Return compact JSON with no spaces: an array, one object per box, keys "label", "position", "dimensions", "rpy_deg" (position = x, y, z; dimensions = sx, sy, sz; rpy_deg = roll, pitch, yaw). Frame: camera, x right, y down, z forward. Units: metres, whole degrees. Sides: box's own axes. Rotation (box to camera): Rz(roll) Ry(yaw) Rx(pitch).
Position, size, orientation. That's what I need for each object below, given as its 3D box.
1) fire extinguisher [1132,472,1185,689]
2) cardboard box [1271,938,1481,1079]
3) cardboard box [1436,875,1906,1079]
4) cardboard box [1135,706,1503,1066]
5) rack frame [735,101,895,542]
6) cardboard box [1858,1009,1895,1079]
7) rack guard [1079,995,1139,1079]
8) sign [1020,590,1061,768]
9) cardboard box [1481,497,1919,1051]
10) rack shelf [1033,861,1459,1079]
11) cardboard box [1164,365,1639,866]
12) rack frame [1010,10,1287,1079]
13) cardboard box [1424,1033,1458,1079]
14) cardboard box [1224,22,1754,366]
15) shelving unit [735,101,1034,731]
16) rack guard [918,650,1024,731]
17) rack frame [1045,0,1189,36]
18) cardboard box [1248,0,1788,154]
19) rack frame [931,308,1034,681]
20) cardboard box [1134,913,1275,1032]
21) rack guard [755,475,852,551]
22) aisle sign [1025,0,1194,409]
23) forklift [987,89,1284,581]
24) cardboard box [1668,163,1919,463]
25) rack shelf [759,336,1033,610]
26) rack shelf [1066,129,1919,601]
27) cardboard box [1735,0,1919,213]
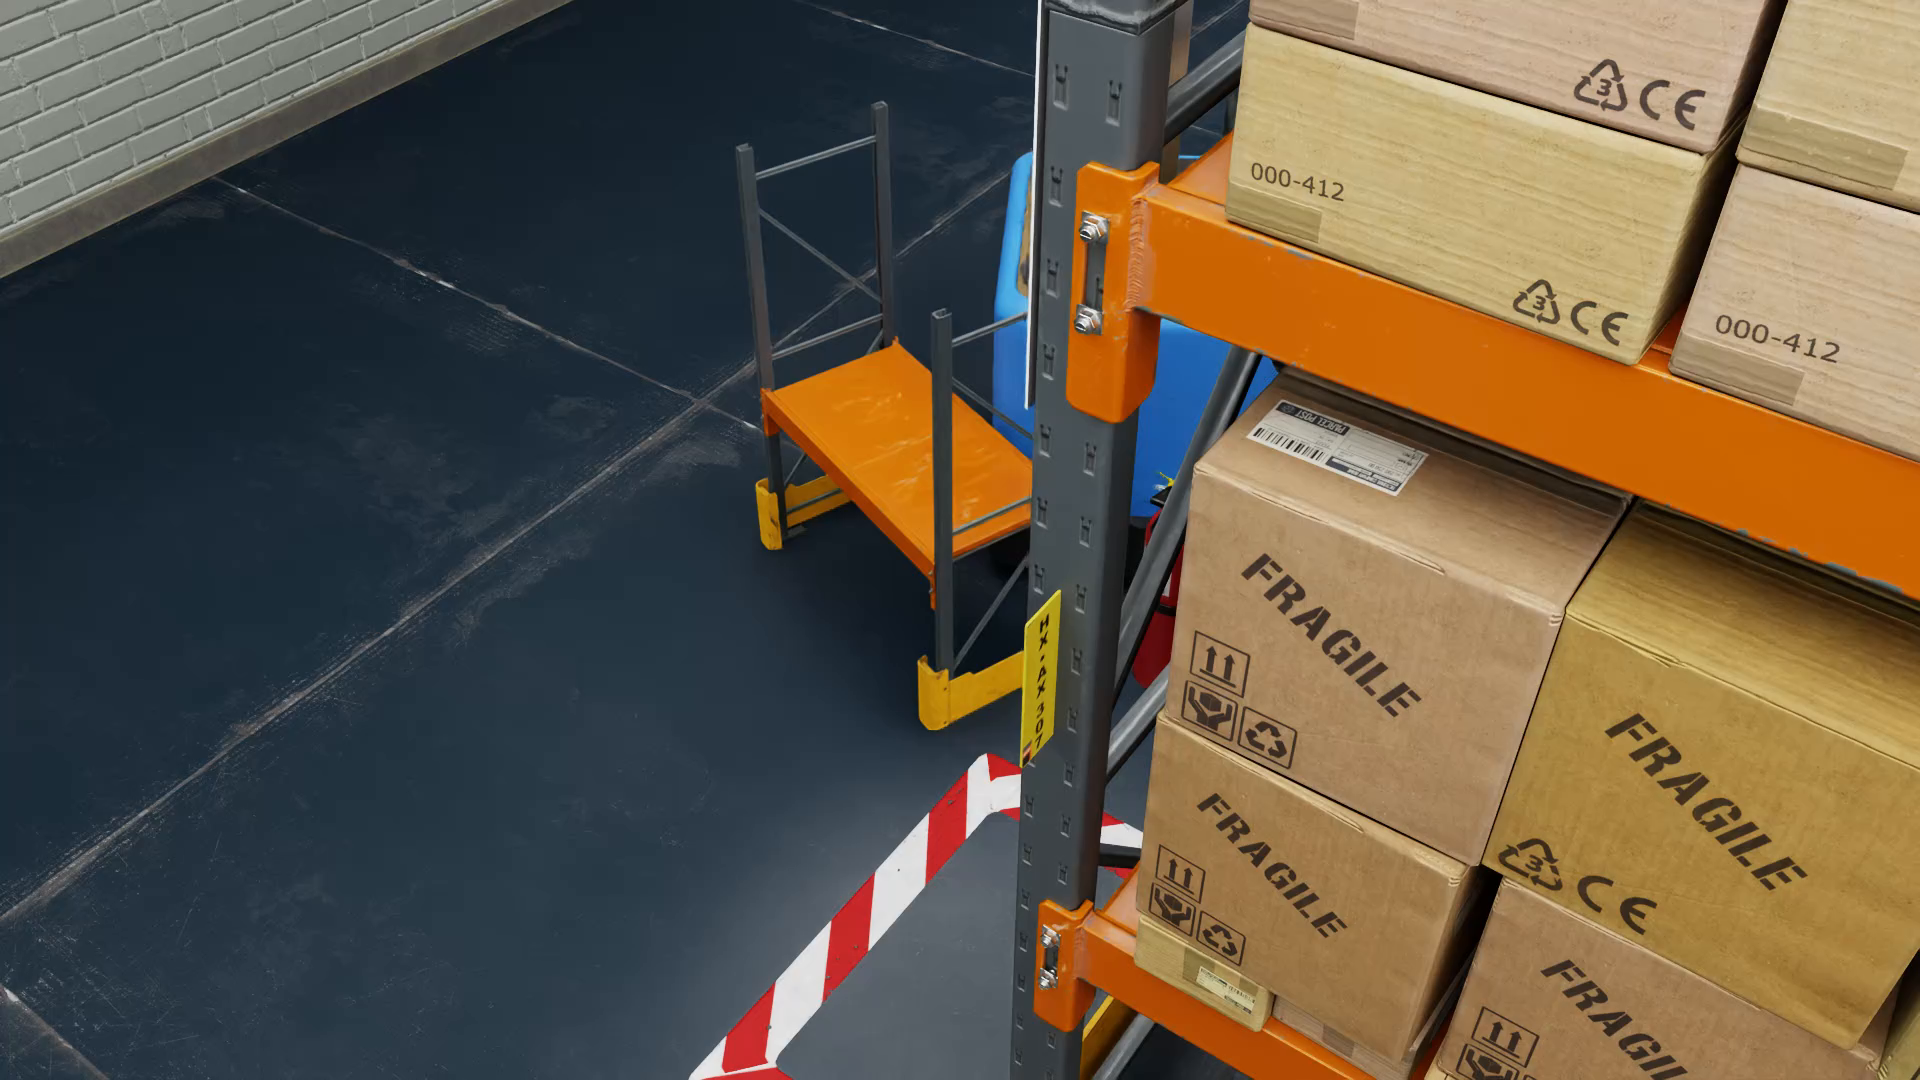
[{"label":"fire extinguisher","position":[0.497,0.066,3.764],"dimensions":[0.183,0.674,0.296],"rpy_deg":[25,48,25]},{"label":"cardboard box","position":[0.748,0.719,2.886],"dimensions":[0.250,0.149,0.380],"rpy_deg":[27,48,27]},{"label":"cardboard box","position":[1.100,0.613,2.518],"dimensions":[0.500,0.500,0.500],"rpy_deg":[25,48,25]},{"label":"cardboard box","position":[0.647,0.422,2.731],"dimensions":[0.500,0.500,0.500],"rpy_deg":[27,49,27]},{"label":"rack frame","position":[-0.429,-0.650,5.352],"dimensions":[0.500,1.500,0.032],"rpy_deg":[-24,47,-25]},{"label":"cardboard box","position":[1.494,0.807,2.300],"dimensions":[0.500,0.500,0.500],"rpy_deg":[26,48,26]},{"label":"rack guard","position":[0.501,1.208,4.025],"dimensions":[0.348,0.500,1.175],"rpy_deg":[25,48,25]},{"label":"sign","position":[0.127,0.221,2.605],"dimensions":[0.005,0.325,0.100],"rpy_deg":[25,48,25]},{"label":"cardboard box","position":[1.070,0.233,2.192],"dimensions":[0.500,0.500,0.500],"rpy_deg":[26,48,26]},{"label":"rack shelf","position":[2.076,1.281,2.609],"dimensions":[4.000,0.370,1.077],"rpy_deg":[25,48,25]},{"label":"cardboard box","position":[0.654,0.043,2.404],"dimensions":[0.500,0.500,0.500],"rpy_deg":[25,47,25]},{"label":"rack frame","position":[0.438,0.247,3.224],"dimensions":[0.127,3.000,1.000],"rpy_deg":[25,48,25]},{"label":"cardboard box","position":[0.937,0.851,2.738],"dimensions":[0.250,0.149,0.380],"rpy_deg":[24,47,24]},{"label":"cardboard box","position":[0.659,-0.503,1.926],"dimensions":[0.500,0.250,0.500],"rpy_deg":[27,48,27]},{"label":"shelving unit","position":[-0.149,-0.375,5.044],"dimensions":[0.587,1.500,1.083],"rpy_deg":[-24,47,-25]},{"label":"rack guard","position":[0.132,0.366,5.154],"dimensions":[0.587,0.250,0.087],"rpy_deg":[-24,47,-25]},{"label":"rack frame","position":[0.438,-1.989,1.224],"dimensions":[0.127,3.000,1.000],"rpy_deg":[25,48,25]},{"label":"cardboard box","position":[0.657,-0.687,1.757],"dimensions":[0.500,0.250,0.500],"rpy_deg":[26,48,26]},{"label":"rack frame","position":[0.143,-0.089,4.725],"dimensions":[0.500,1.500,0.032],"rpy_deg":[-24,47,-25]},{"label":"cardboard box","position":[0.515,0.644,2.970],"dimensions":[0.250,0.149,0.380],"rpy_deg":[25,47,25]},{"label":"rack guard","position":[-0.429,-0.183,5.768],"dimensions":[0.587,0.250,0.087],"rpy_deg":[-24,47,-25]},{"label":"aisle sign","position":[0.206,-0.586,2.206],"dimensions":[0.004,0.787,0.394],"rpy_deg":[25,48,25]},{"label":"forklift","position":[1.636,-1.215,4.909],"dimensions":[3.031,2.935,1.130],"rpy_deg":[3,42,4]},{"label":"cardboard box","position":[1.088,-0.299,1.698],"dimensions":[0.500,0.250,0.500],"rpy_deg":[27,48,27]},{"label":"rack shelf","position":[-0.143,-0.236,5.158],"dimensions":[0.538,0.185,1.000],"rpy_deg":[-24,47,-25]},{"label":"rack shelf","position":[2.076,0.163,1.608],"dimensions":[4.000,0.370,1.077],"rpy_deg":[25,48,25]},{"label":"cardboard box","position":[1.077,-0.492,1.538],"dimensions":[0.500,0.250,0.500],"rpy_deg":[24,47,25]}]
